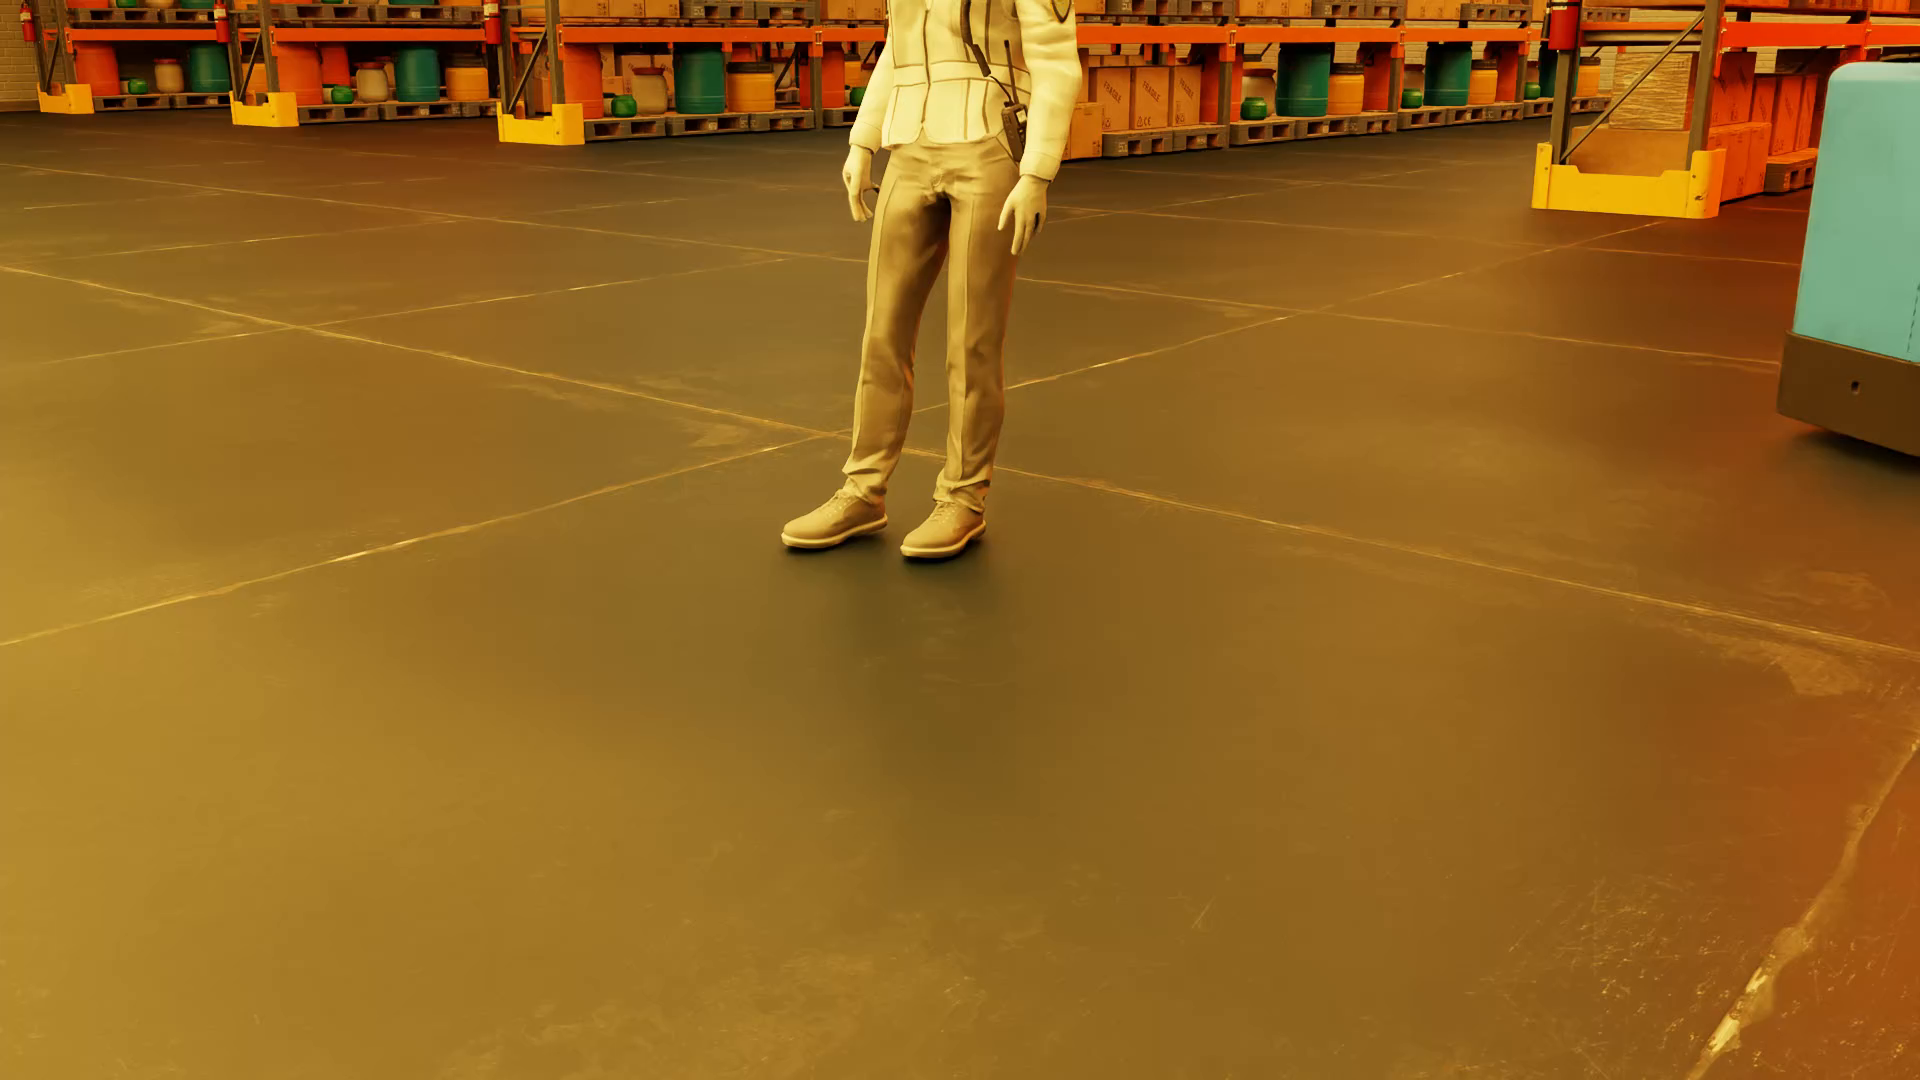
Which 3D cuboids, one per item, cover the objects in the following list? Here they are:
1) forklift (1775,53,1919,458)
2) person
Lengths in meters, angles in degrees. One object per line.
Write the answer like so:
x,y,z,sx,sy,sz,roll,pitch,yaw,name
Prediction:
3.996,-1.679,4.427,3.031,2.935,1.130,-4,17,-12,forklift
-0.049,-0.804,3.648,0.586,1.694,0.532,13,21,37,person
